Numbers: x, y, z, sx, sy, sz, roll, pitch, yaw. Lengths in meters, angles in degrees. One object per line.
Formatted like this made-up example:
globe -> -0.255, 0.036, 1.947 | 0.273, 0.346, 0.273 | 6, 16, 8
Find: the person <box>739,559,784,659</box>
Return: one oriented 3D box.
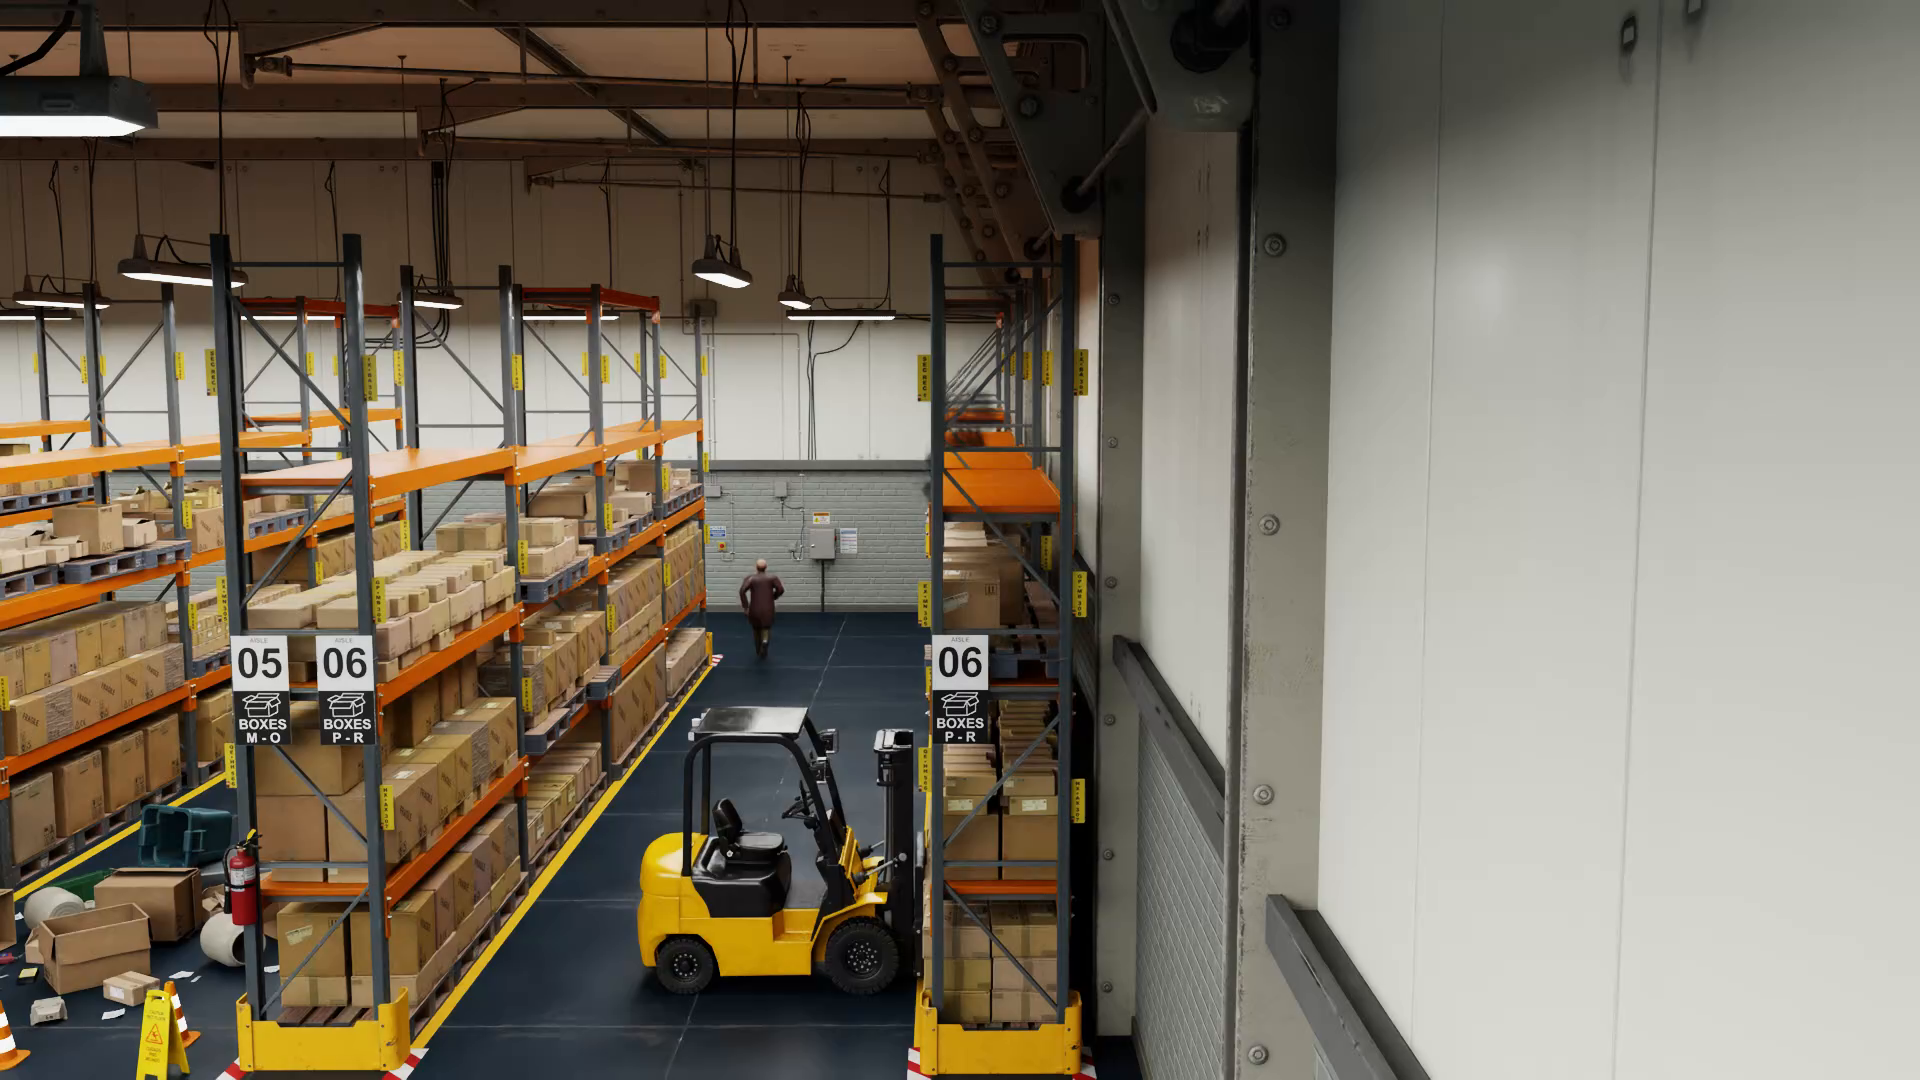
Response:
person -> -3.355, 1.203, 28.170 | 0.750, 1.770, 0.807 | -1, 6, -8
